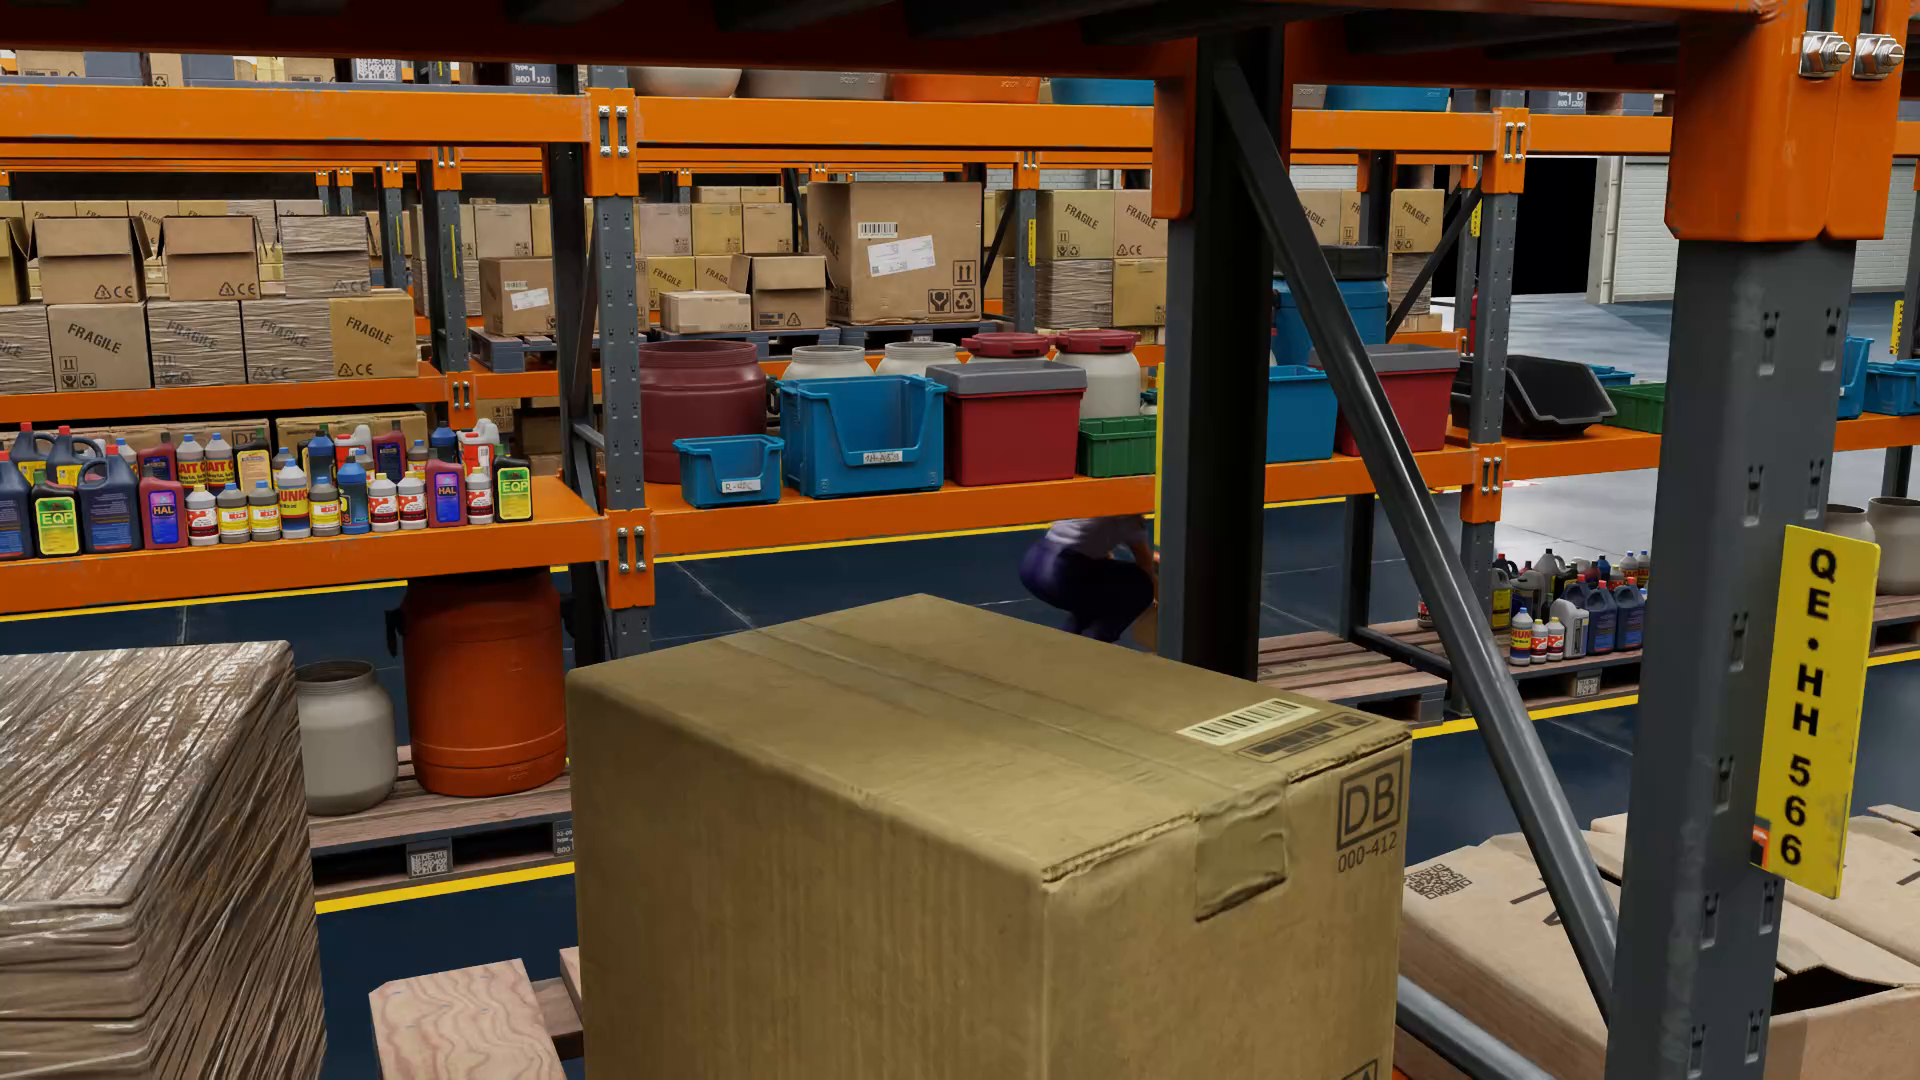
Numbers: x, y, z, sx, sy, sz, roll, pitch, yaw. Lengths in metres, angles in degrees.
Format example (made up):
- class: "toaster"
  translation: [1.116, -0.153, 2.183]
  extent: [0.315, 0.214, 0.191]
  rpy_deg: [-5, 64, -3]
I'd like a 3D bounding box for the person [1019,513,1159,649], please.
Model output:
- class: "person"
  translation: [0.655, 0.155, 8.260]
  extent: [0.738, 1.239, 0.542]
  rpy_deg: [-5, 13, -23]
